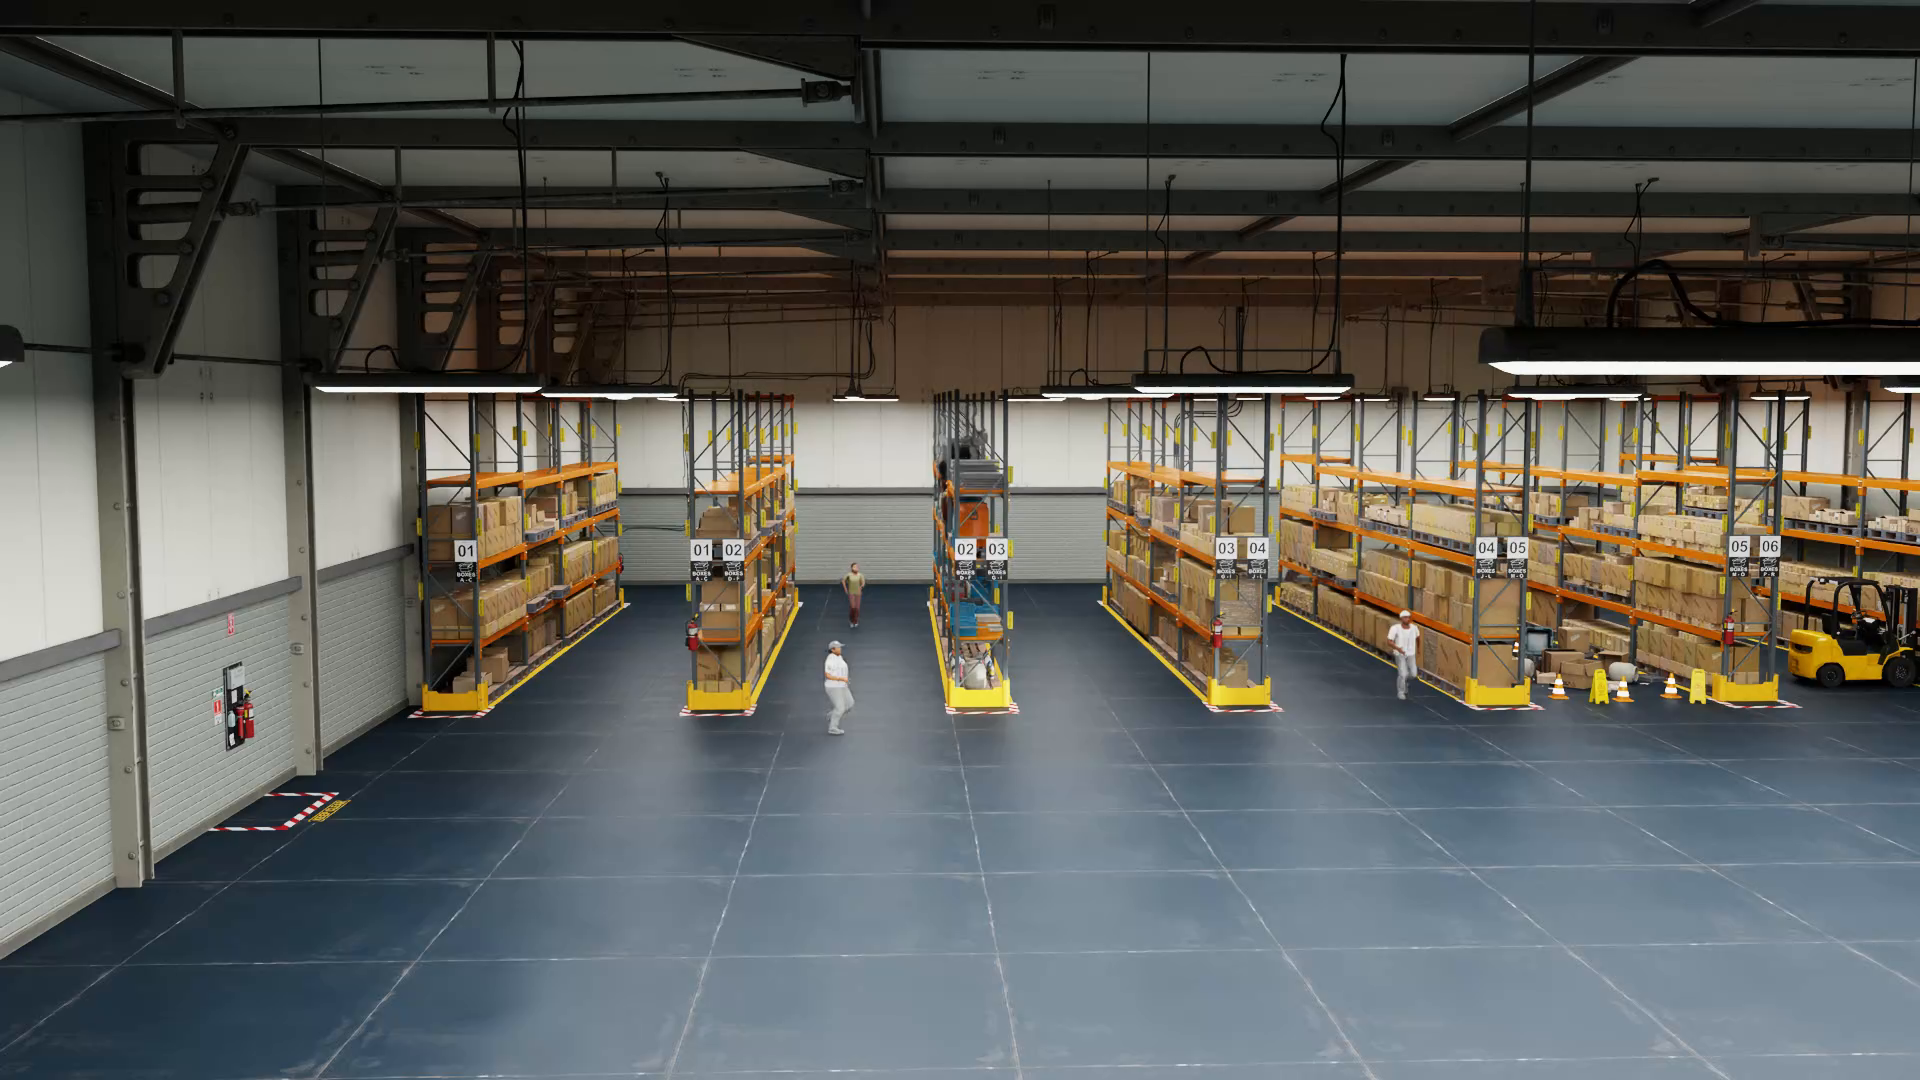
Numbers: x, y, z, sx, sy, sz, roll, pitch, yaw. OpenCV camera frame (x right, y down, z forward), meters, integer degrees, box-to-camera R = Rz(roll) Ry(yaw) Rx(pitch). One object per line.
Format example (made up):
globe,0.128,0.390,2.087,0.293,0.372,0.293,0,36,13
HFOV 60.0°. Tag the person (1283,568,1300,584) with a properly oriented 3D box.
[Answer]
person,9.894,0.908,49.034,0.785,1.719,0.695,0,5,-1

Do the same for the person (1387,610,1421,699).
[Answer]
person,8.664,2.226,32.321,0.733,1.727,0.601,-1,5,-9

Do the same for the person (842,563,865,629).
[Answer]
person,-2.708,1.426,42.632,0.576,1.694,0.574,-1,5,-14

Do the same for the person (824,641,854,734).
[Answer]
person,-2.112,2.555,28.907,0.561,1.620,0.600,2,5,21
